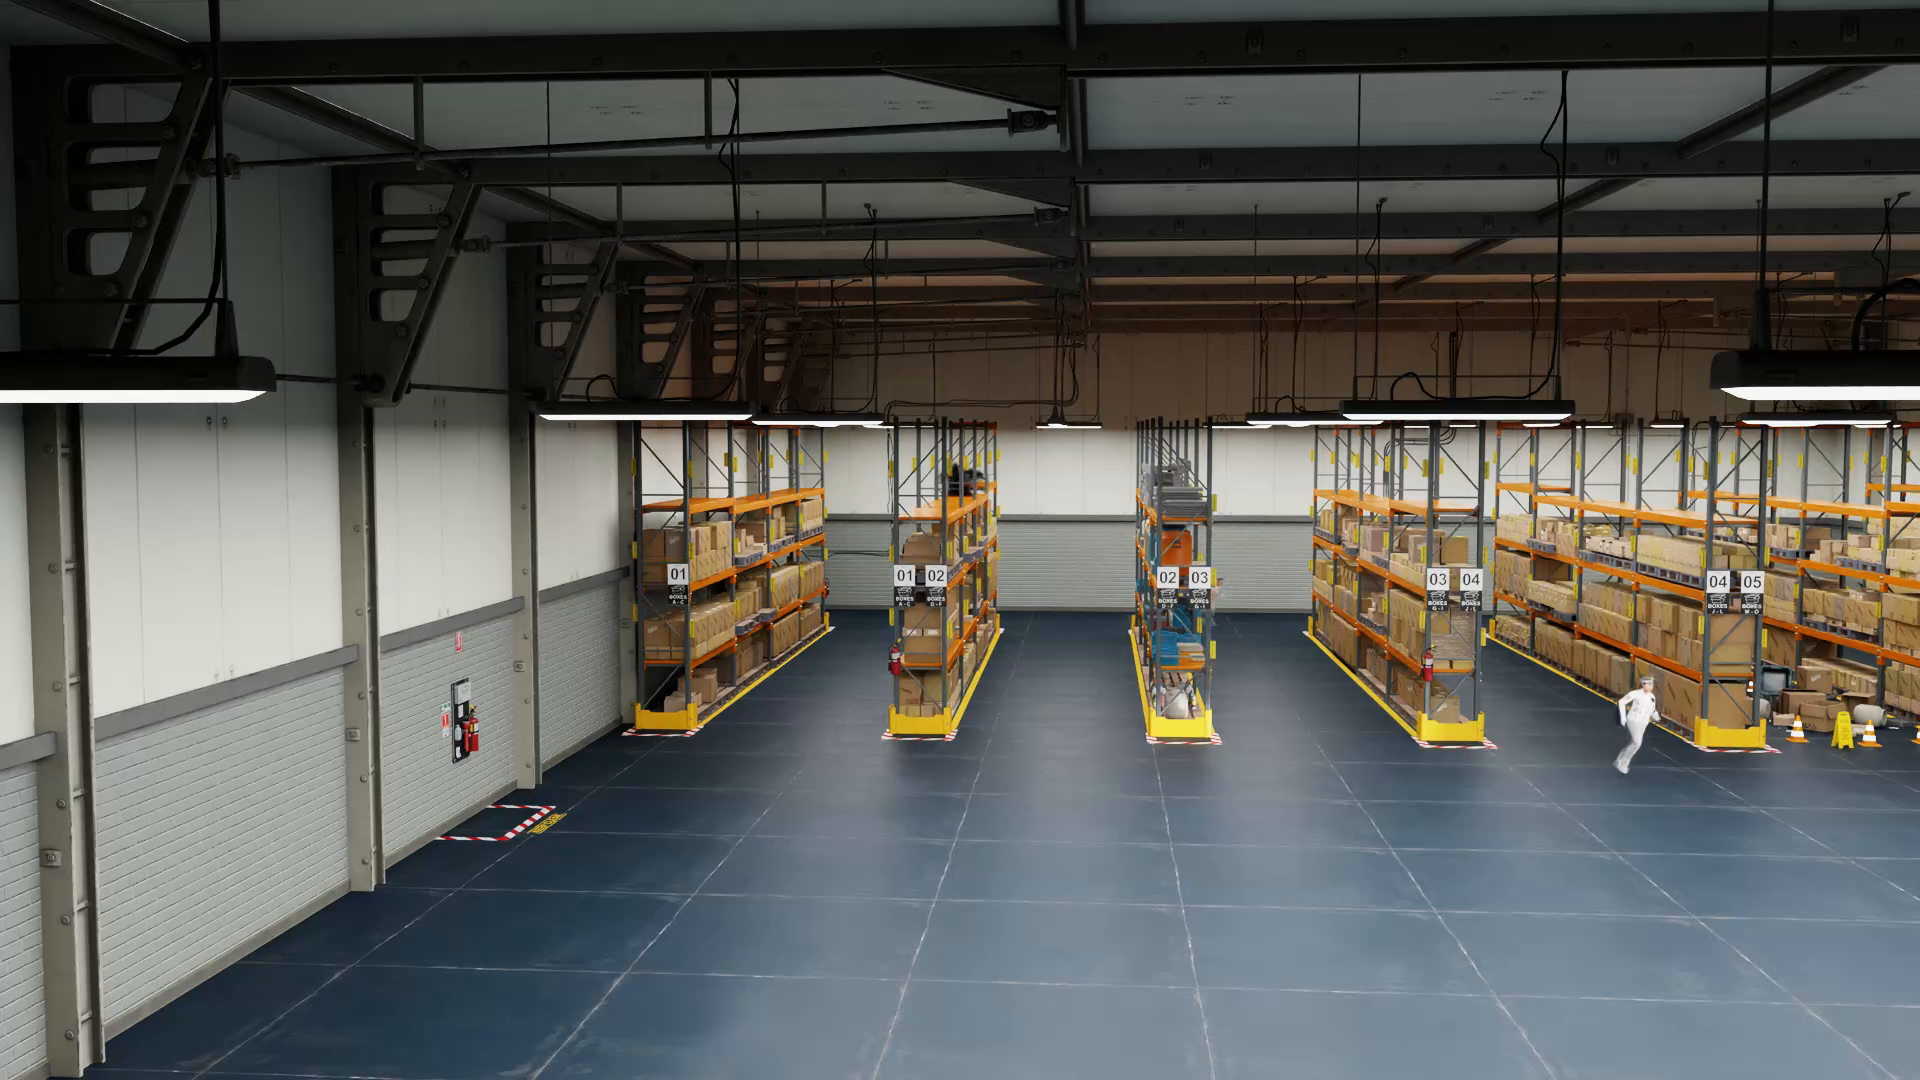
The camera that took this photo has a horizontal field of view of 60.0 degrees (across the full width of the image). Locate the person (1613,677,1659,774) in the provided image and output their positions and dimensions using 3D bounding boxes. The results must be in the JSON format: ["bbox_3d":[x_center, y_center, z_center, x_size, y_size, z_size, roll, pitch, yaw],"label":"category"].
[{"bbox_3d":[11.327,3.075,27.830,0.746,1.600,0.708,-2,4,-23],"label":"person"}]

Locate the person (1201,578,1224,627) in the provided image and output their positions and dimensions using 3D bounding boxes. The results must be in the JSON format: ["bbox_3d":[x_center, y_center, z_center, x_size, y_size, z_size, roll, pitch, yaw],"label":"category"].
[{"bbox_3d":[7.279,1.817,49.023,1.079,1.458,0.580,3,5,34],"label":"person"}]
